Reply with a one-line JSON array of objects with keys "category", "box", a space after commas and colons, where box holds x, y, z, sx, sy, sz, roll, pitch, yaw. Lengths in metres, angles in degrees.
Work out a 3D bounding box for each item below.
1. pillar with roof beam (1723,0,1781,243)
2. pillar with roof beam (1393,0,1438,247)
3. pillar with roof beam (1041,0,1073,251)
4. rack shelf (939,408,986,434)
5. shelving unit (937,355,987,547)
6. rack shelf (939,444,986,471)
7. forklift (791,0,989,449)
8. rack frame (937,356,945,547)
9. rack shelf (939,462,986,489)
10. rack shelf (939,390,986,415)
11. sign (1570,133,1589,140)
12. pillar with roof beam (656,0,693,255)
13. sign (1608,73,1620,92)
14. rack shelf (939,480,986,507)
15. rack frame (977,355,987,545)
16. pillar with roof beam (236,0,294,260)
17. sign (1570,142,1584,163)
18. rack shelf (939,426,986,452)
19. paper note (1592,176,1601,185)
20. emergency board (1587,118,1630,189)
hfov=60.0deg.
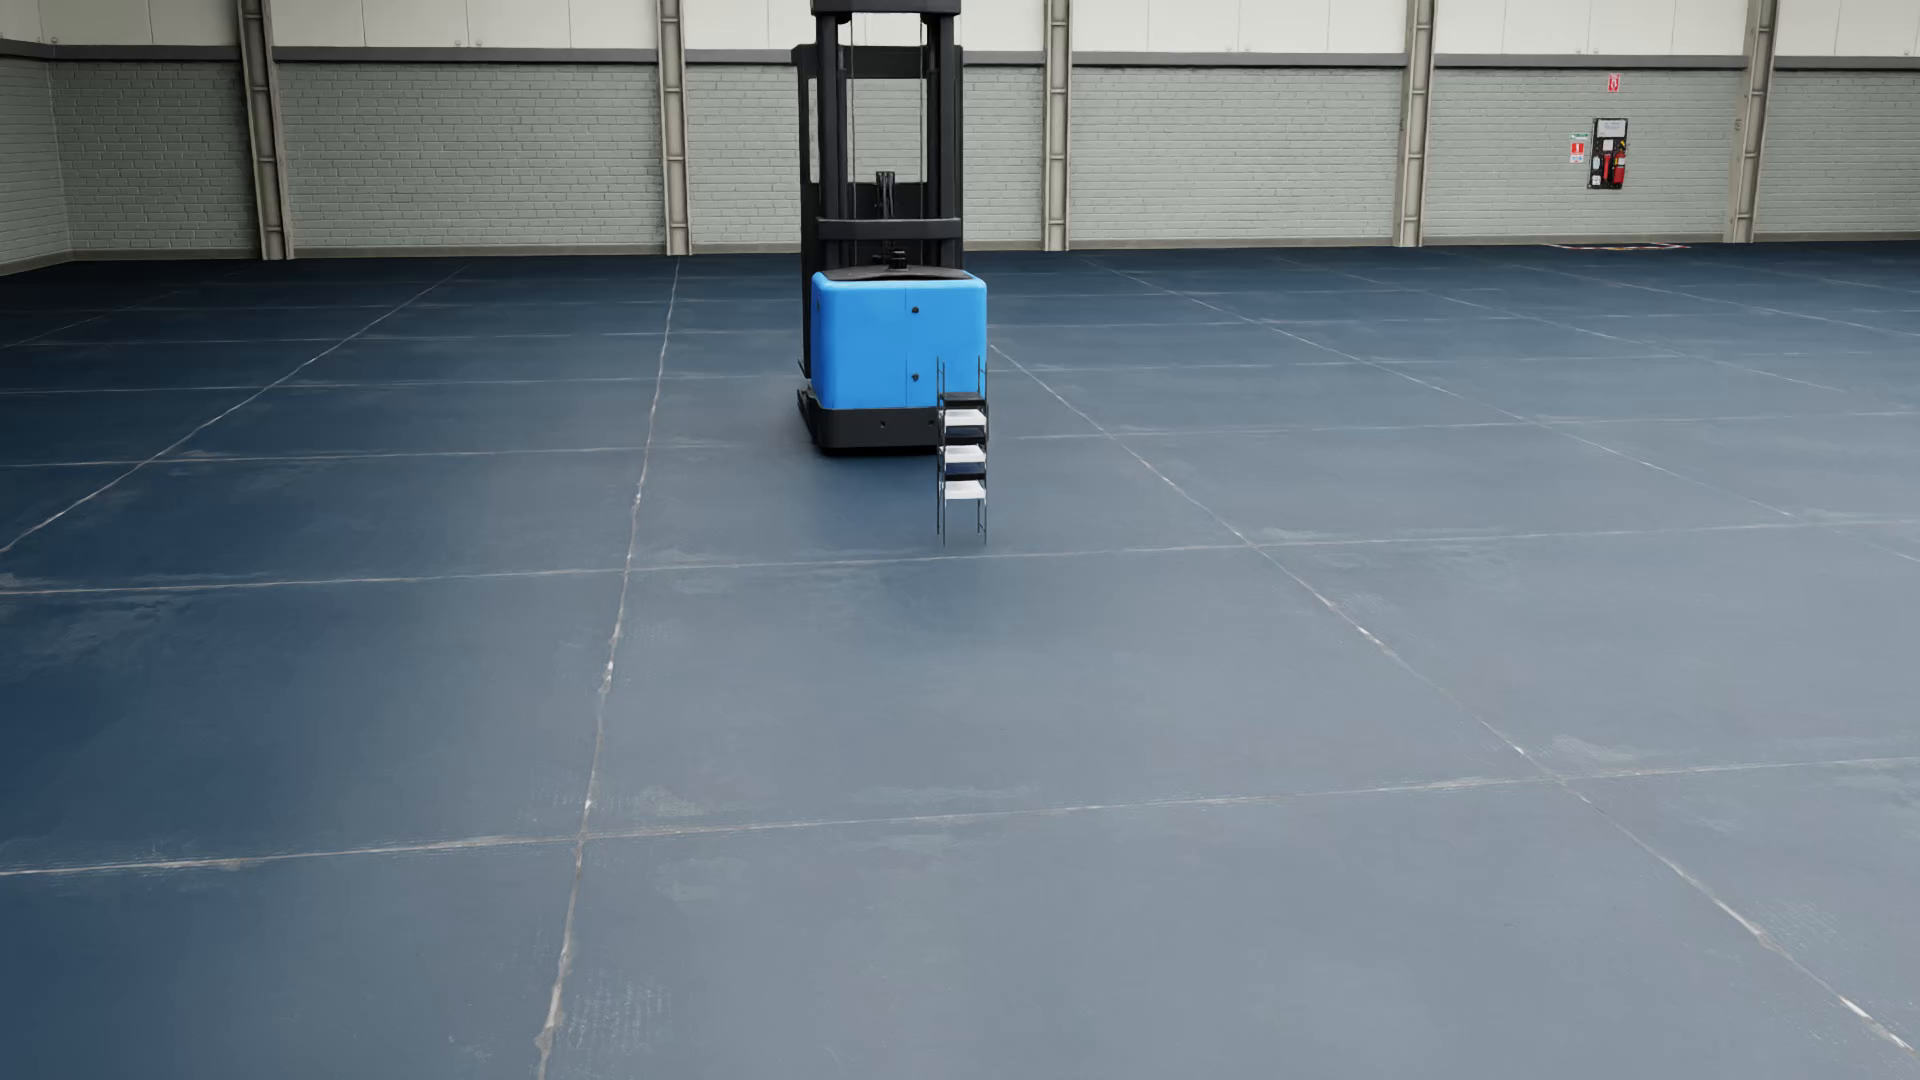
[{"category": "pillar with roof beam", "box": [14.046, -8.458, 23.449, 0.400, 9.000, 9.100, -2, 14, -8]}, {"category": "pillar with roof beam", "box": [8.113, -8.241, 22.582, 0.400, 9.000, 9.100, -2, 14, -8]}, {"category": "pillar with roof beam", "box": [2.180, -8.023, 21.715, 0.400, 9.000, 9.100, -2, 14, -8]}, {"category": "rack shelf", "box": [0.008, -0.579, 8.078, 0.200, 0.077, 0.258, -2, 14, -8]}, {"category": "shelving unit", "box": [0.008, -0.437, 8.114, 0.210, 0.900, 0.258, -2, 14, -8]}, {"category": "rack shelf", "box": [0.008, -0.404, 8.122, 0.200, 0.077, 0.258, -2, 14, -8]}, {"category": "forklift", "box": [-0.559, -2.294, 11.345, 1.130, 2.935, 3.031, -2, 14, -9]}, {"category": "rack frame", "box": [-0.093, -0.433, 8.099, 0.006, 0.900, 0.240, -2, 14, -8]}, {"category": "rack shelf", "box": [0.008, -0.317, 8.144, 0.200, 0.077, 0.258, -2, 14, -8]}, {"category": "rack shelf", "box": [0.008, -0.666, 8.056, 0.200, 0.077, 0.258, -2, 14, -8]}, {"category": "sign", "box": [10.399, -6.781, 27.930, 0.331, 0.109, 0.001, -2, 14, -8]}, {"category": "pillar with roof beam", "box": [-3.753, -7.806, 20.848, 0.400, 9.000, 9.100, -2, 14, -8]}, {"category": "sign", "box": [10.933, -7.652, 27.800, 0.199, 0.298, 0.001, -2, 14, -8]}, {"category": "rack shelf", "box": [0.008, -0.230, 8.165, 0.200, 0.077, 0.258, -2, 14, -8]}, {"category": "rack frame", "box": [0.109, -0.440, 8.128, 0.006, 0.900, 0.240, -2, 14, -8]}, {"category": "pillar with roof beam", "box": [-9.686, -7.588, 19.981, 0.400, 9.000, 9.100, -2, 14, -8]}, {"category": "sign", "box": [10.394, -6.526, 28.002, 0.234, 0.329, 0.001, -2, 14, -8]}, {"category": "rack shelf", "box": [0.008, -0.492, 8.100, 0.200, 0.077, 0.258, -2, 14, -8]}, {"category": "paper note", "box": [10.770, -6.086, 28.135, 0.142, 0.148, 0.016, -2, 14, -8]}, {"category": "emergency board", "box": [10.956, -6.503, 27.988, 0.643, 1.169, 0.194, -2, 14, -8]}]
